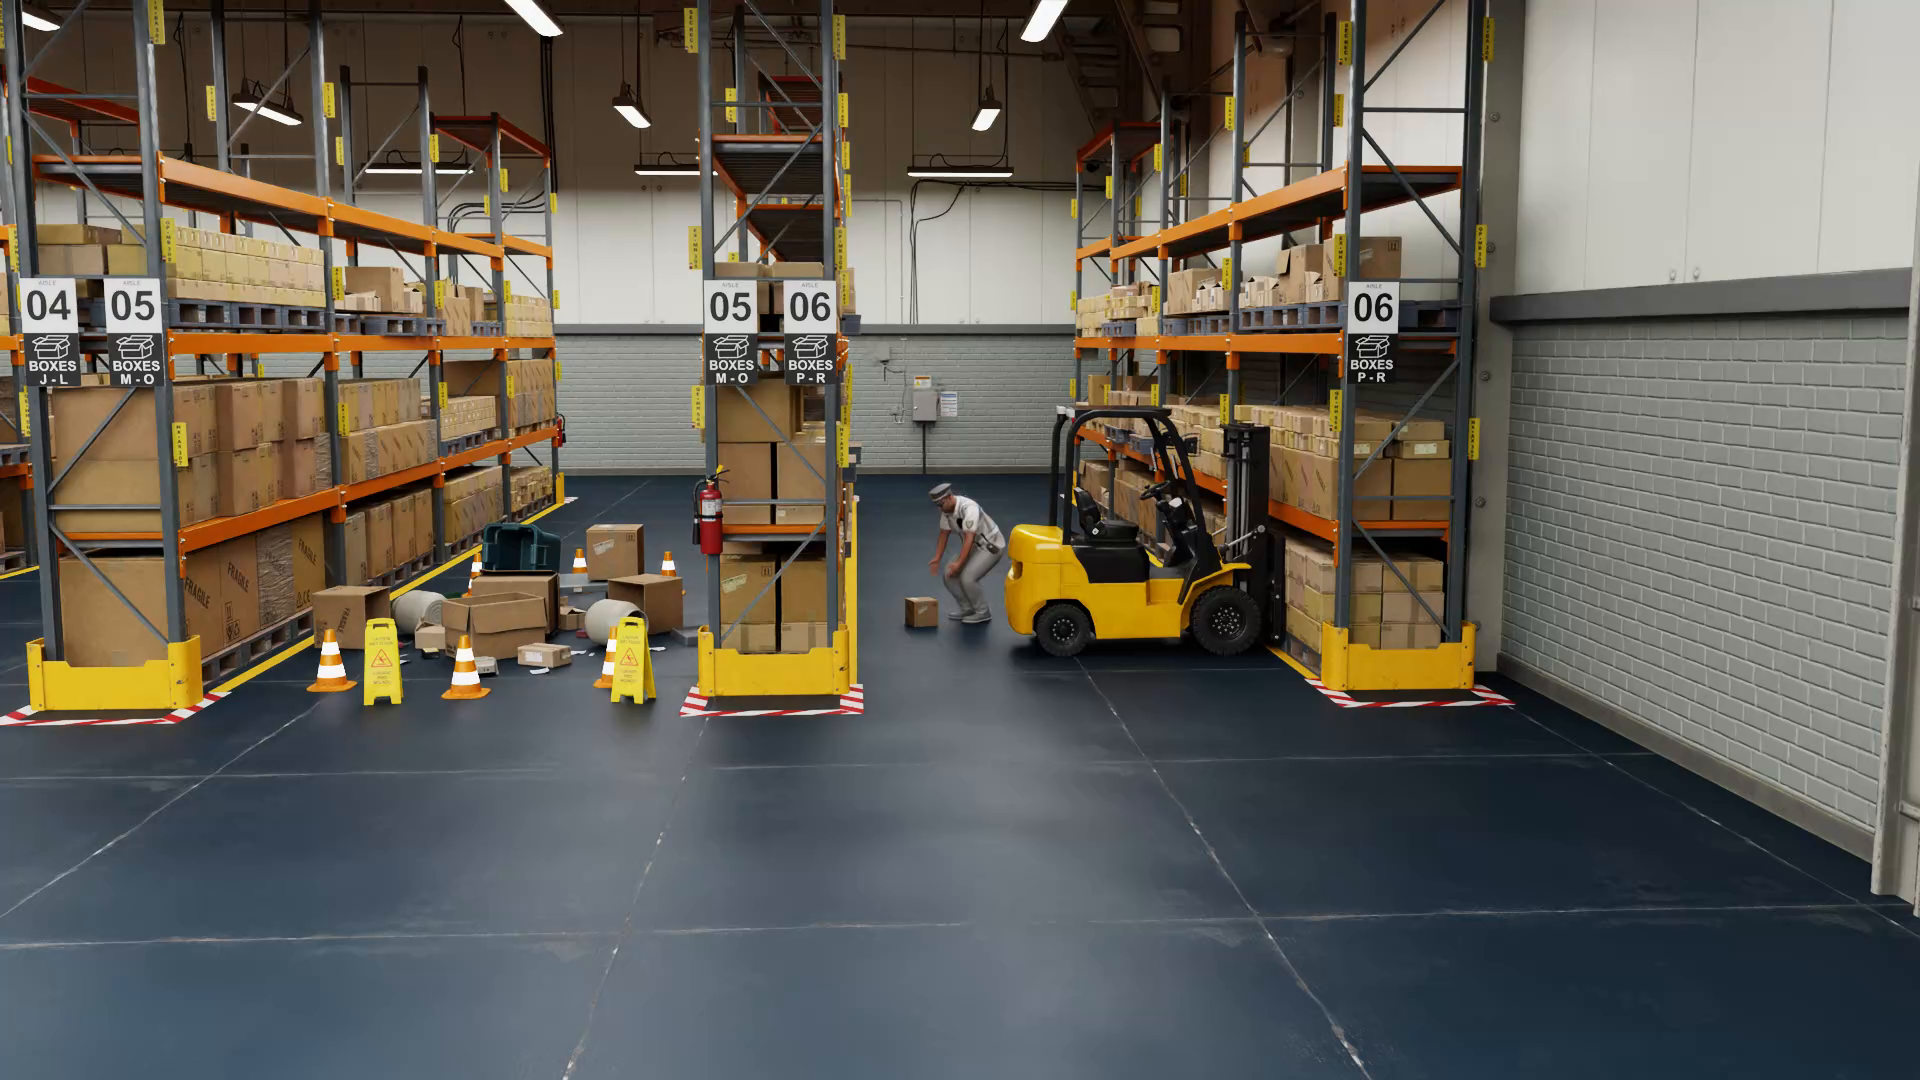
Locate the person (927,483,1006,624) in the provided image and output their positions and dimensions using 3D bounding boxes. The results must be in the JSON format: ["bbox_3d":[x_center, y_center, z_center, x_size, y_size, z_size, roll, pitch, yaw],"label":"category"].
[{"bbox_3d":[0.058,0.120,16.307,0.826,1.381,0.590,-4,8,-28],"label":"person"}]
